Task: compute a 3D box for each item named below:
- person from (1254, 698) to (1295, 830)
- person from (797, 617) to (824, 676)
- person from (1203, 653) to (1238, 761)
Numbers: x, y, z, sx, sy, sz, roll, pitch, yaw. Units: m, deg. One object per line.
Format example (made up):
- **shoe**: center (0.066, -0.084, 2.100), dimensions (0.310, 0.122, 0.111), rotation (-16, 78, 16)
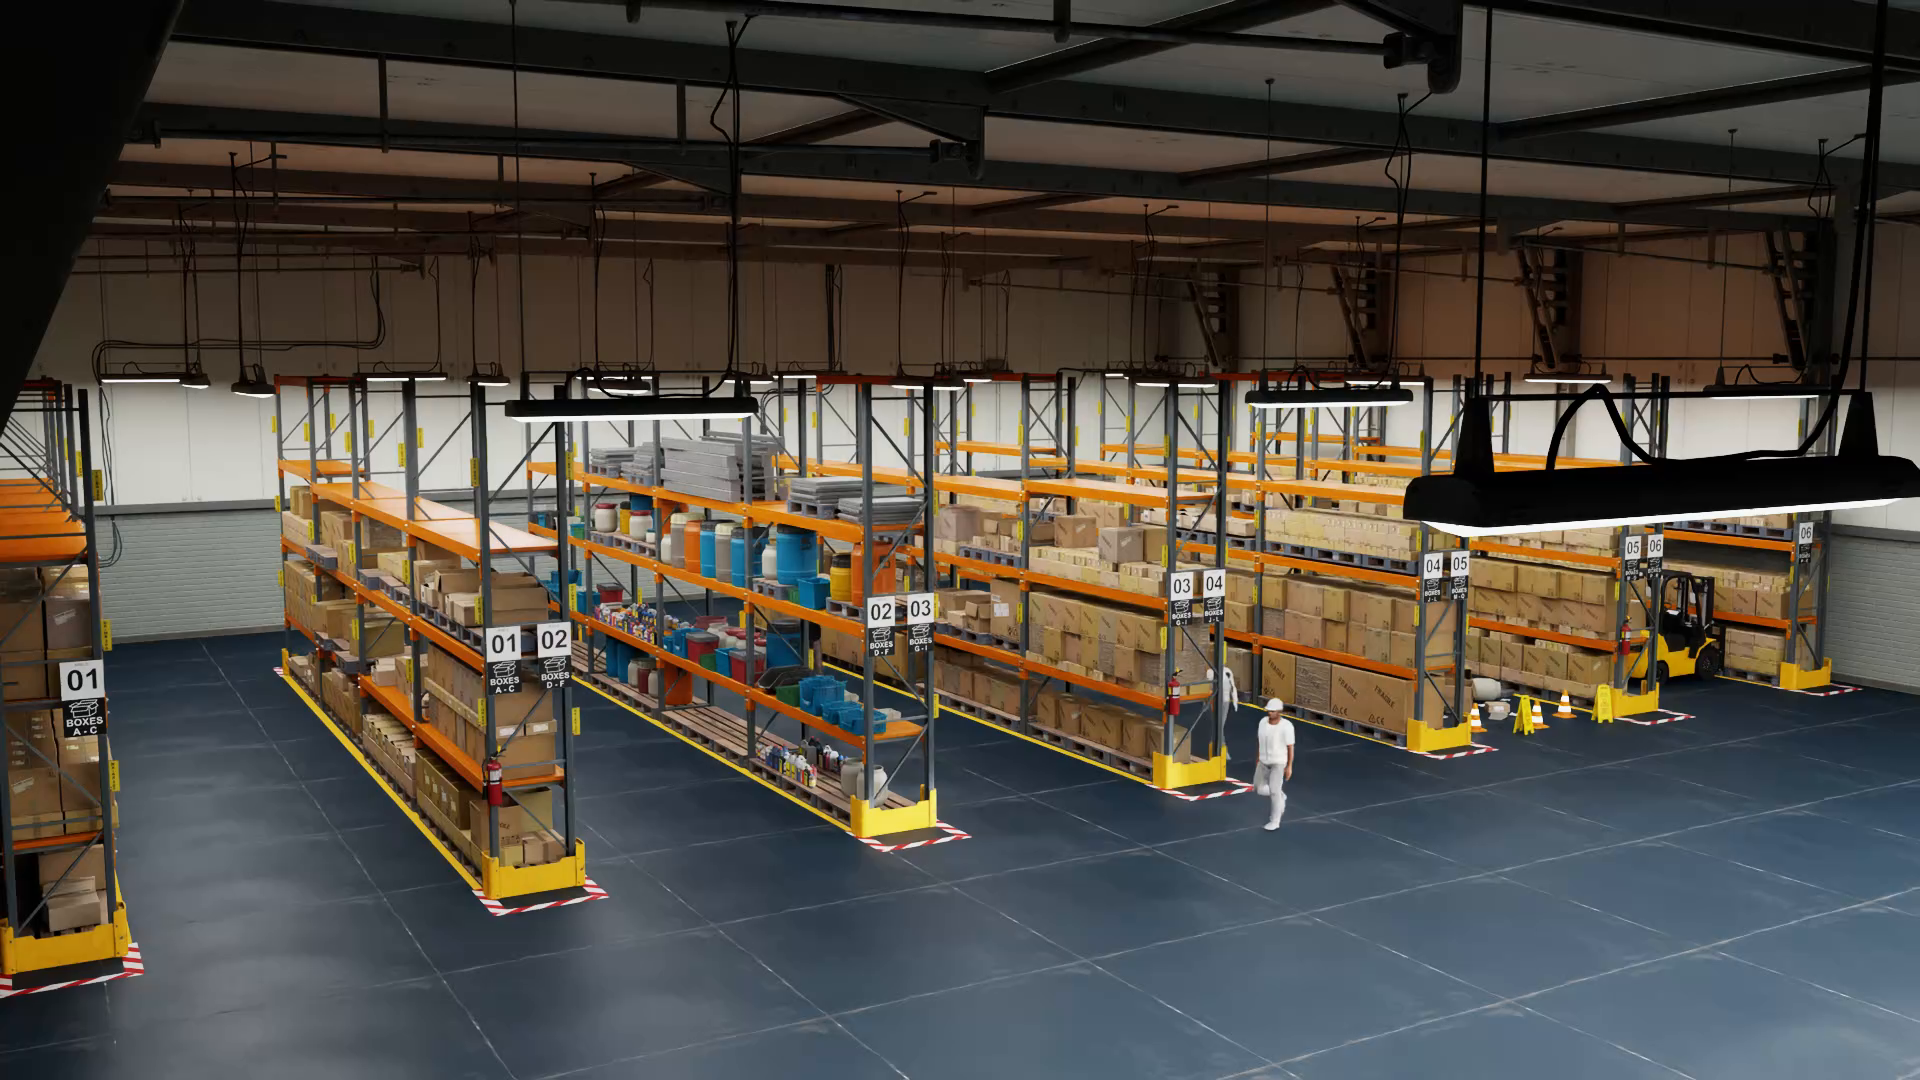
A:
- **person**: center (4.263, 2.994, 22.478), dimensions (0.647, 1.761, 0.621), rotation (-5, 8, -40)
- **person**: center (-2.911, 1.946, 32.375), dimensions (0.565, 1.657, 1.069), rotation (-3, 7, -27)
- **person**: center (4.165, 2.627, 26.501), dimensions (0.510, 1.702, 0.731), rotation (-2, 7, -18)
